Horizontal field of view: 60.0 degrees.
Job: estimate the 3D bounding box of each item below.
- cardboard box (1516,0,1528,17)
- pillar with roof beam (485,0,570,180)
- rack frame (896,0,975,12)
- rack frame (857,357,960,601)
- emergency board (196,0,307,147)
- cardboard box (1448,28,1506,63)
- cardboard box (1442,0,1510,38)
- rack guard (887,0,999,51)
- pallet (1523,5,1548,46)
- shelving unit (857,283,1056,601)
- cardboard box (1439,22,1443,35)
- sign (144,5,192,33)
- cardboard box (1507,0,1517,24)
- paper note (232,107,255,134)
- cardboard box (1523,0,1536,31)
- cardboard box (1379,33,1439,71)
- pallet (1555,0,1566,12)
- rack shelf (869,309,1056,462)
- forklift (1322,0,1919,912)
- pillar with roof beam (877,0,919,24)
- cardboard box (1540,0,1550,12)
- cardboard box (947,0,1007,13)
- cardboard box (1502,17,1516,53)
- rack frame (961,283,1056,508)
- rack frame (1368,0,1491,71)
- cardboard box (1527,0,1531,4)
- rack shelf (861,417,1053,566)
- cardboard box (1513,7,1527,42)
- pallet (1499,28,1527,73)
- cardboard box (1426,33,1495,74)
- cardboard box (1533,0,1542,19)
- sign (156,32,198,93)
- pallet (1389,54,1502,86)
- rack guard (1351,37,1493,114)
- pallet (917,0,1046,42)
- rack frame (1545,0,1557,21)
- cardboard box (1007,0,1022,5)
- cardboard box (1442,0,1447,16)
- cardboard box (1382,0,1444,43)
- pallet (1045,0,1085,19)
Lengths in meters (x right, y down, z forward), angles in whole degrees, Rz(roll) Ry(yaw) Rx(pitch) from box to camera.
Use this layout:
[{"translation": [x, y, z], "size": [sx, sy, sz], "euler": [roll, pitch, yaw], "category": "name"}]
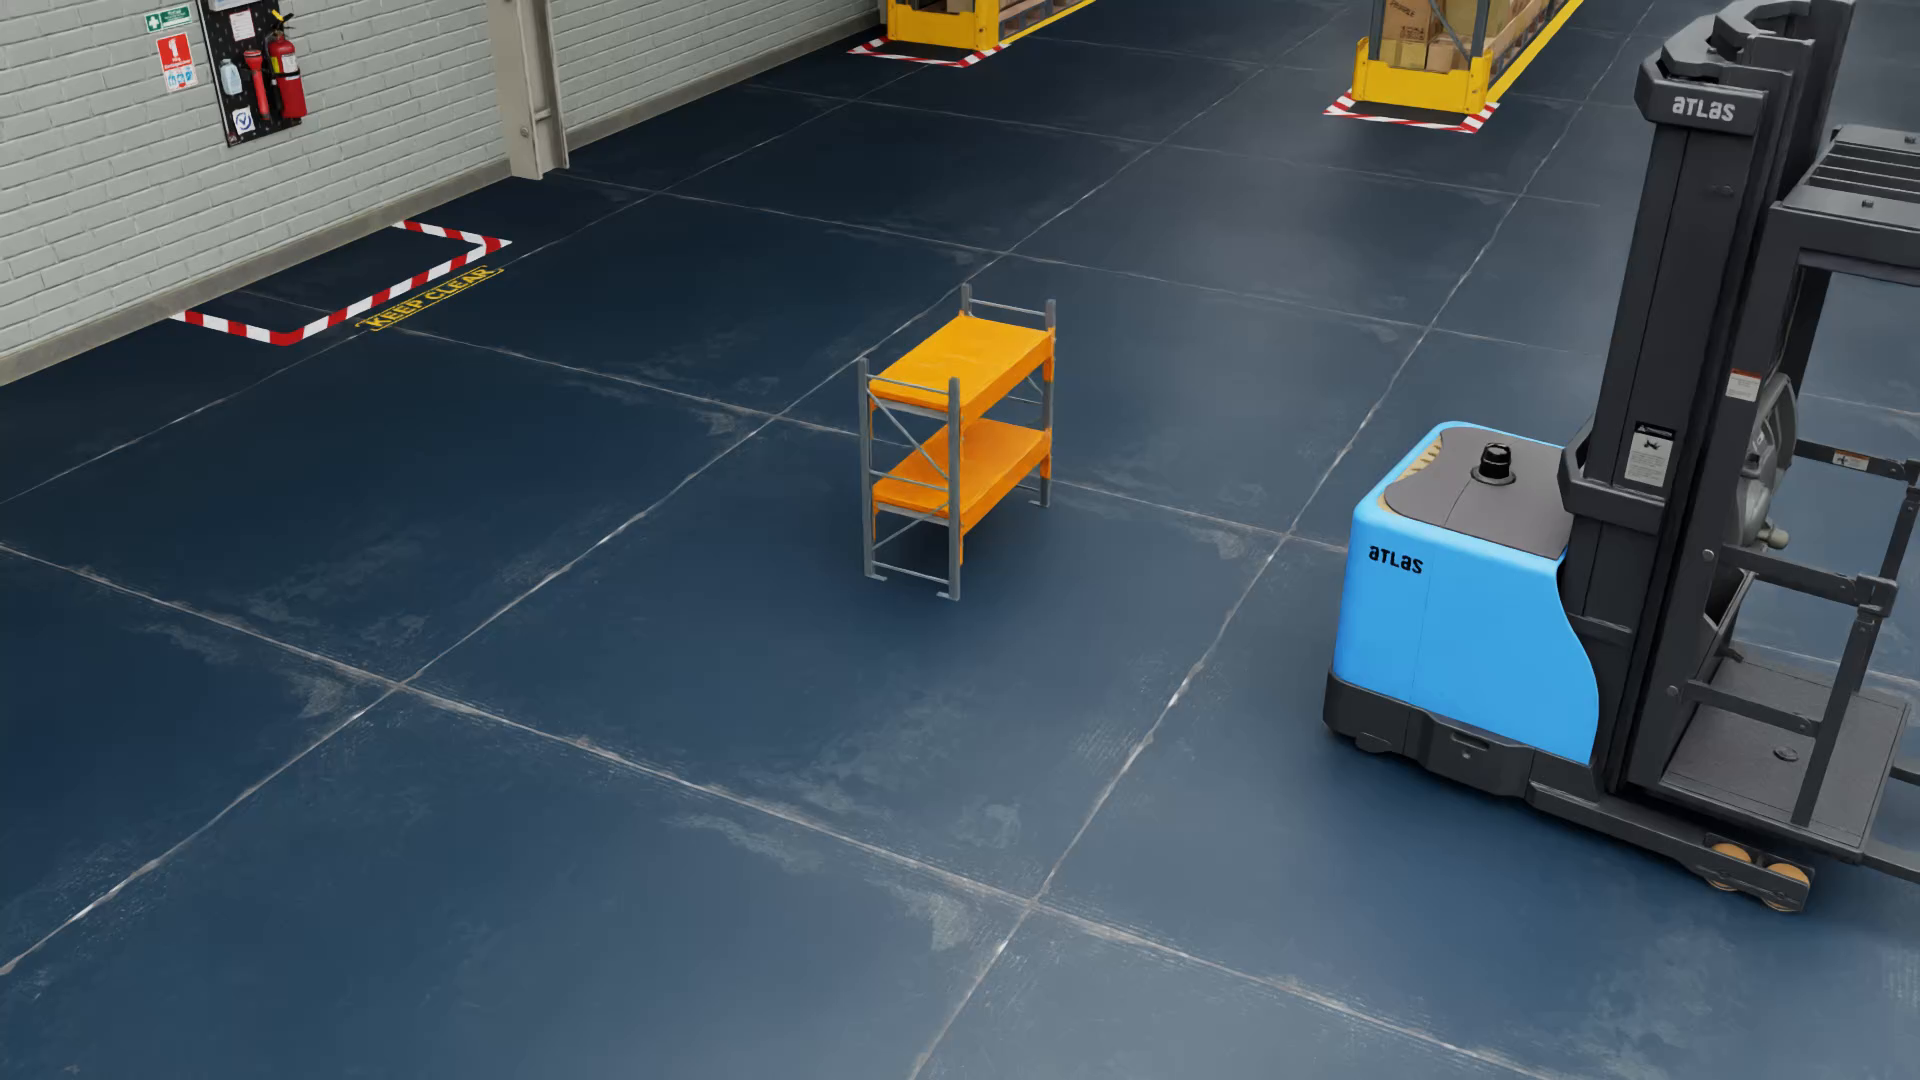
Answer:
[{"translation": [5.323, -5.484, 16.374], "size": [0.500, 0.500, 0.500], "euler": [14, 33, 23], "category": "cardboard box"}, {"translation": [0.432, -5.911, 9.508], "size": [9.100, 9.000, 0.400], "euler": [14, 33, 23], "category": "pillar with roof beam"}, {"translation": [-0.216, -6.440, 16.452], "size": [1.000, 3.000, 0.127], "euler": [14, 33, 23], "category": "rack frame"}, {"translation": [-0.228, -0.265, 7.583], "size": [0.500, 1.125, 0.032], "euler": [14, 33, 23], "category": "rack frame"}, {"translation": [-4.560, -3.200, 10.810], "size": [0.194, 1.169, 0.643], "euler": [14, 33, 23], "category": "emergency board"}, {"translation": [4.862, -4.717, 15.792], "size": [0.500, 0.250, 0.500], "euler": [14, 33, 23], "category": "cardboard box"}, {"translation": [4.864, -5.042, 15.604], "size": [0.500, 0.500, 0.500], "euler": [14, 33, 23], "category": "cardboard box"}, {"translation": [-0.181, -5.390, 17.133], "size": [1.175, 0.500, 0.348], "euler": [14, 33, 23], "category": "rack guard"}, {"translation": [5.618, -5.539, 17.683], "size": [1.003, 0.211, 1.213], "euler": [14, 33, 23], "category": "pallet"}, {"translation": [0.003, -0.491, 7.975], "size": [0.538, 1.125, 1.048], "euler": [14, 33, 23], "category": "shelving unit"}, {"translation": [4.394, -4.837, 16.000], "size": [0.500, 0.250, 0.500], "euler": [14, 33, 23], "category": "cardboard box"}, {"translation": [-4.894, -3.223, 10.283], "size": [0.001, 0.109, 0.331], "euler": [14, 33, 23], "category": "sign"}, {"translation": [5.080, -5.267, 15.995], "size": [0.500, 0.500, 0.500], "euler": [14, 33, 23], "category": "cardboard box"}, {"translation": [-4.702, -2.755, 10.920], "size": [0.016, 0.148, 0.142], "euler": [14, 33, 23], "category": "paper note"}, {"translation": [5.550, -5.381, 16.948], "size": [0.500, 0.250, 0.500], "euler": [14, 33, 23], "category": "cardboard box"}, {"translation": [4.177, -4.612, 15.609], "size": [0.500, 0.250, 0.500], "euler": [14, 33, 23], "category": "cardboard box"}, {"translation": [6.319, -6.217, 18.865], "size": [1.003, 0.211, 1.213], "euler": [14, 33, 23], "category": "pallet"}, {"translation": [0.003, -0.745, 7.829], "size": [0.538, 0.278, 1.000], "euler": [14, 33, 23], "category": "rack shelf"}, {"translation": [2.993, -0.247, 5.738], "size": [3.031, 2.935, 1.130], "euler": [19, 35, 29], "category": "forklift"}, {"translation": [3.165, -8.571, 14.140], "size": [9.100, 9.000, 0.400], "euler": [14, 33, 23], "category": "pillar with roof beam"}, {"translation": [6.001, -5.826, 17.722], "size": [0.500, 0.250, 0.500], "euler": [14, 33, 23], "category": "cardboard box"}, {"translation": [0.179, -5.751, 17.511], "size": [0.500, 0.311, 0.500], "euler": [11, 32, 18], "category": "cardboard box"}, {"translation": [5.090, -4.939, 16.178], "size": [0.500, 0.250, 0.500], "euler": [14, 33, 23], "category": "cardboard box"}, {"translation": [0.235, -0.716, 8.368], "size": [0.500, 1.125, 0.032], "euler": [14, 33, 23], "category": "rack frame"}, {"translation": [4.195, -5.318, 14.498], "size": [1.000, 3.000, 0.127], "euler": [14, 33, 23], "category": "rack frame"}, {"translation": [5.538, -5.709, 16.766], "size": [0.500, 0.500, 0.500], "euler": [14, 33, 23], "category": "cardboard box"}, {"translation": [0.003, -0.279, 8.097], "size": [0.538, 0.278, 1.000], "euler": [14, 33, 23], "category": "rack shelf"}, {"translation": [5.323, -5.159, 16.562], "size": [0.500, 0.250, 0.500], "euler": [14, 33, 23], "category": "cardboard box"}, {"translation": [5.063, -4.996, 16.738], "size": [1.003, 0.211, 1.213], "euler": [14, 33, 23], "category": "pallet"}, {"translation": [4.638, -4.495, 15.404], "size": [0.500, 0.250, 0.500], "euler": [14, 33, 23], "category": "cardboard box"}, {"translation": [5.764, -5.606, 17.340], "size": [0.500, 0.250, 0.500], "euler": [14, 33, 23], "category": "cardboard box"}, {"translation": [-4.904, -2.993, 10.415], "size": [0.001, 0.329, 0.234], "euler": [14, 33, 23], "category": "sign"}, {"translation": [4.507, -4.457, 15.799], "size": [1.003, 0.211, 1.213], "euler": [14, 33, 23], "category": "pallet"}, {"translation": [4.185, -4.223, 15.102], "size": [1.175, 0.500, 0.348], "euler": [14, 33, 23], "category": "rack guard"}, {"translation": [0.220, -5.616, 17.818], "size": [1.003, 0.211, 1.213], "euler": [14, 33, 23], "category": "pallet"}, {"translation": [6.018, -7.091, 17.586], "size": [1.000, 3.000, 0.127], "euler": [14, 33, 23], "category": "rack frame"}, {"translation": [0.439, -6.004, 17.951], "size": [0.500, 0.311, 0.500], "euler": [17, 34, 27], "category": "cardboard box"}, {"translation": [4.617, -5.385, 16.201], "size": [0.500, 0.500, 0.500], "euler": [14, 33, 23], "category": "cardboard box"}, {"translation": [4.175, -4.938, 15.423], "size": [0.500, 0.500, 0.500], "euler": [14, 33, 23], "category": "cardboard box"}, {"translation": [0.777, -6.155, 18.757], "size": [1.003, 0.211, 1.213], "euler": [14, 33, 23], "category": "pallet"}]
